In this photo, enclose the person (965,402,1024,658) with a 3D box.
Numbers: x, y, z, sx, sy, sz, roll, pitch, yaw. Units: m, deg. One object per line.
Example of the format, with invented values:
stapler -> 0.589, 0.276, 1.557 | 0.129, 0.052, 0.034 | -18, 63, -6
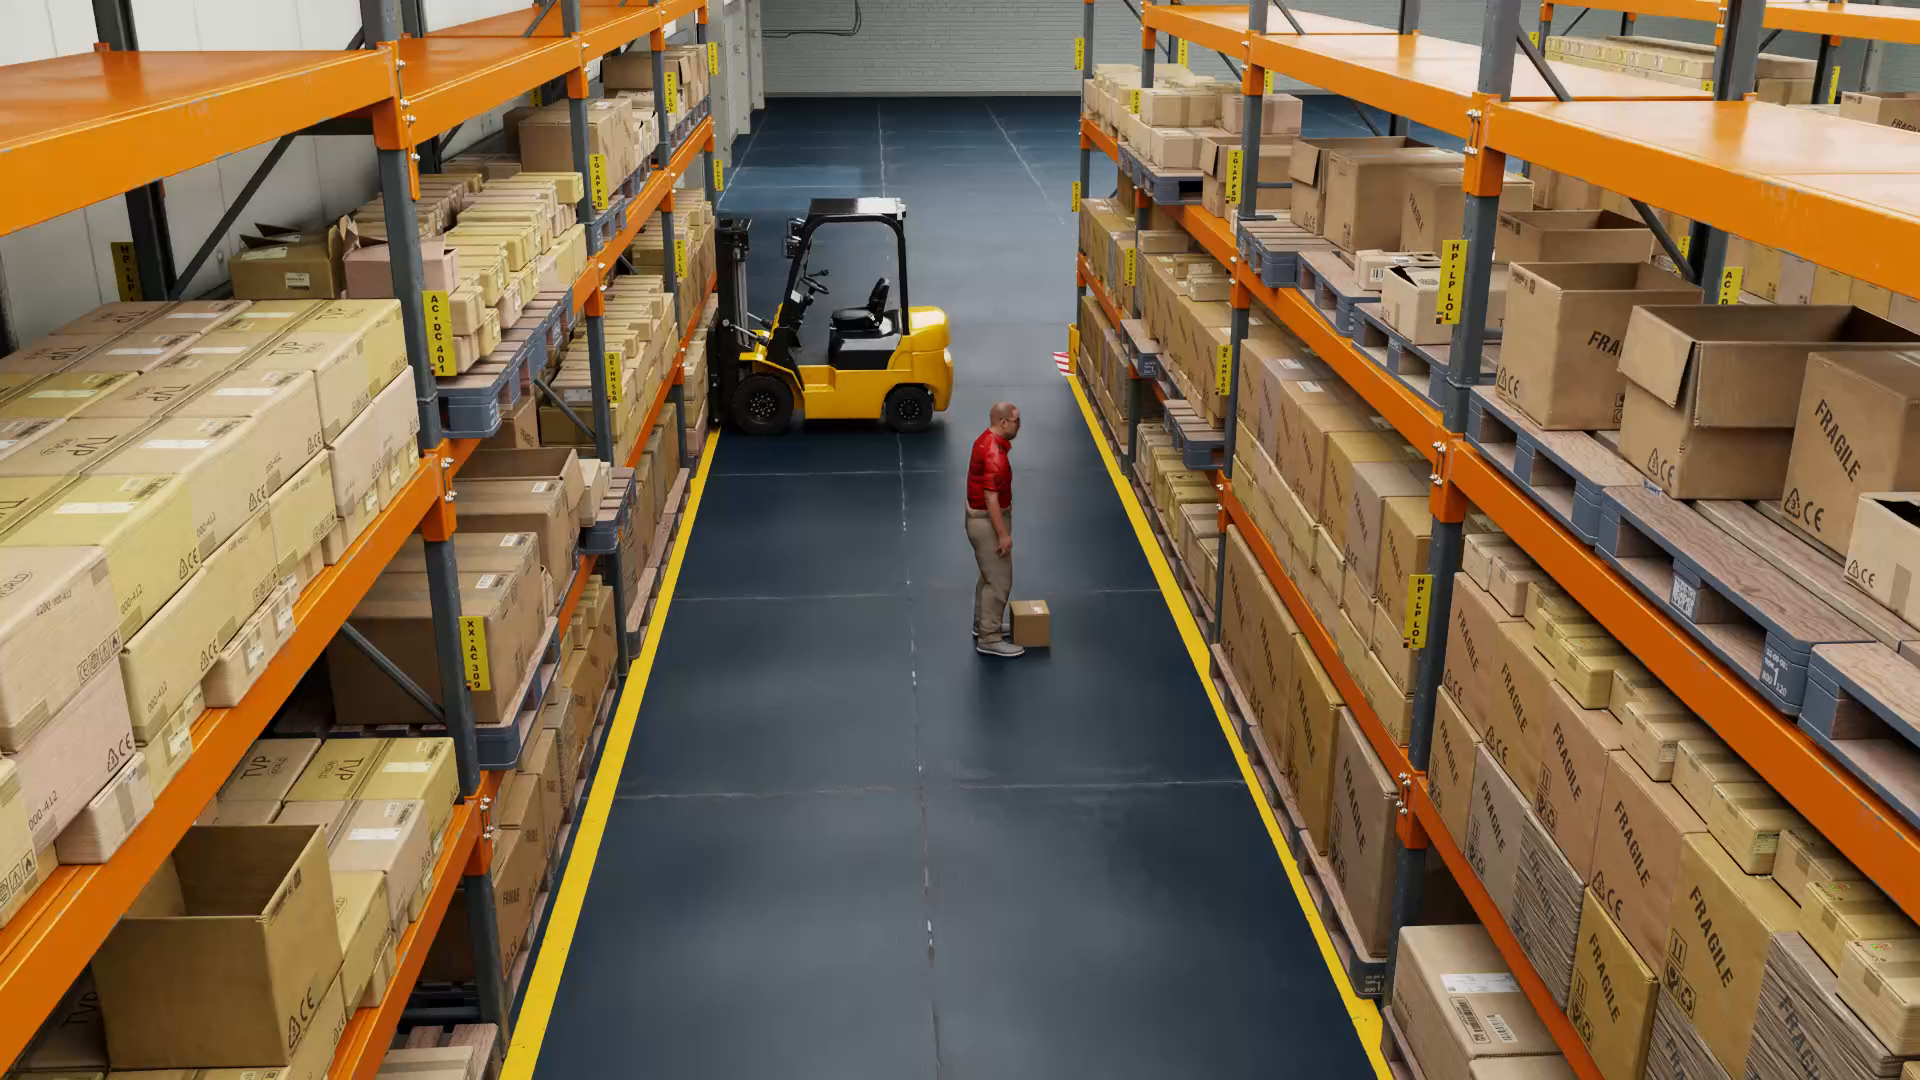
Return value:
person -> 0.232, -0.099, 11.363 | 0.384, 1.727, 0.595 | -2, 20, -4
